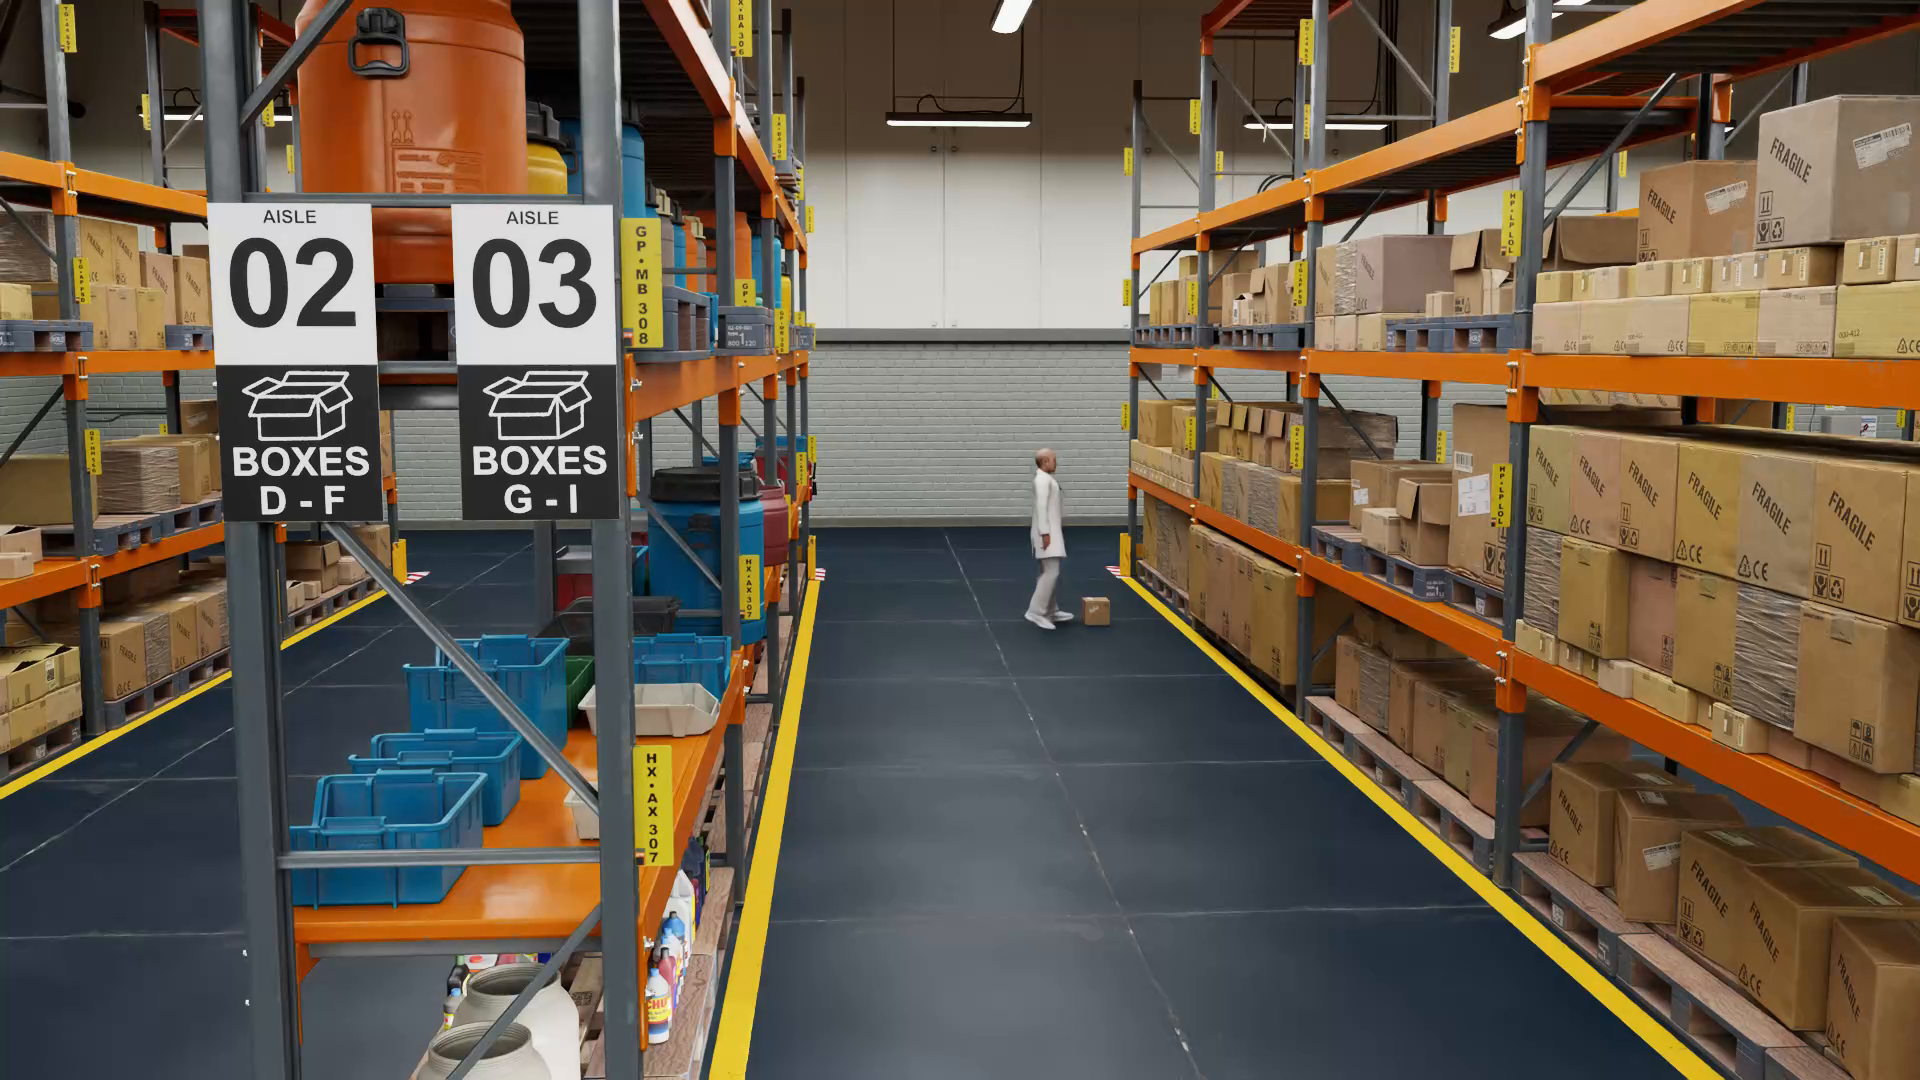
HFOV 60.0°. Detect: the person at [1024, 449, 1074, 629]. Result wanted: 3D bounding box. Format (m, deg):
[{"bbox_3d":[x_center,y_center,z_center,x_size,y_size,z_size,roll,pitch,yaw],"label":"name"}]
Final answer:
[{"bbox_3d":[0.910,-0.013,16.977,0.543,1.829,0.639,-1,7,-4],"label":"person"}]
